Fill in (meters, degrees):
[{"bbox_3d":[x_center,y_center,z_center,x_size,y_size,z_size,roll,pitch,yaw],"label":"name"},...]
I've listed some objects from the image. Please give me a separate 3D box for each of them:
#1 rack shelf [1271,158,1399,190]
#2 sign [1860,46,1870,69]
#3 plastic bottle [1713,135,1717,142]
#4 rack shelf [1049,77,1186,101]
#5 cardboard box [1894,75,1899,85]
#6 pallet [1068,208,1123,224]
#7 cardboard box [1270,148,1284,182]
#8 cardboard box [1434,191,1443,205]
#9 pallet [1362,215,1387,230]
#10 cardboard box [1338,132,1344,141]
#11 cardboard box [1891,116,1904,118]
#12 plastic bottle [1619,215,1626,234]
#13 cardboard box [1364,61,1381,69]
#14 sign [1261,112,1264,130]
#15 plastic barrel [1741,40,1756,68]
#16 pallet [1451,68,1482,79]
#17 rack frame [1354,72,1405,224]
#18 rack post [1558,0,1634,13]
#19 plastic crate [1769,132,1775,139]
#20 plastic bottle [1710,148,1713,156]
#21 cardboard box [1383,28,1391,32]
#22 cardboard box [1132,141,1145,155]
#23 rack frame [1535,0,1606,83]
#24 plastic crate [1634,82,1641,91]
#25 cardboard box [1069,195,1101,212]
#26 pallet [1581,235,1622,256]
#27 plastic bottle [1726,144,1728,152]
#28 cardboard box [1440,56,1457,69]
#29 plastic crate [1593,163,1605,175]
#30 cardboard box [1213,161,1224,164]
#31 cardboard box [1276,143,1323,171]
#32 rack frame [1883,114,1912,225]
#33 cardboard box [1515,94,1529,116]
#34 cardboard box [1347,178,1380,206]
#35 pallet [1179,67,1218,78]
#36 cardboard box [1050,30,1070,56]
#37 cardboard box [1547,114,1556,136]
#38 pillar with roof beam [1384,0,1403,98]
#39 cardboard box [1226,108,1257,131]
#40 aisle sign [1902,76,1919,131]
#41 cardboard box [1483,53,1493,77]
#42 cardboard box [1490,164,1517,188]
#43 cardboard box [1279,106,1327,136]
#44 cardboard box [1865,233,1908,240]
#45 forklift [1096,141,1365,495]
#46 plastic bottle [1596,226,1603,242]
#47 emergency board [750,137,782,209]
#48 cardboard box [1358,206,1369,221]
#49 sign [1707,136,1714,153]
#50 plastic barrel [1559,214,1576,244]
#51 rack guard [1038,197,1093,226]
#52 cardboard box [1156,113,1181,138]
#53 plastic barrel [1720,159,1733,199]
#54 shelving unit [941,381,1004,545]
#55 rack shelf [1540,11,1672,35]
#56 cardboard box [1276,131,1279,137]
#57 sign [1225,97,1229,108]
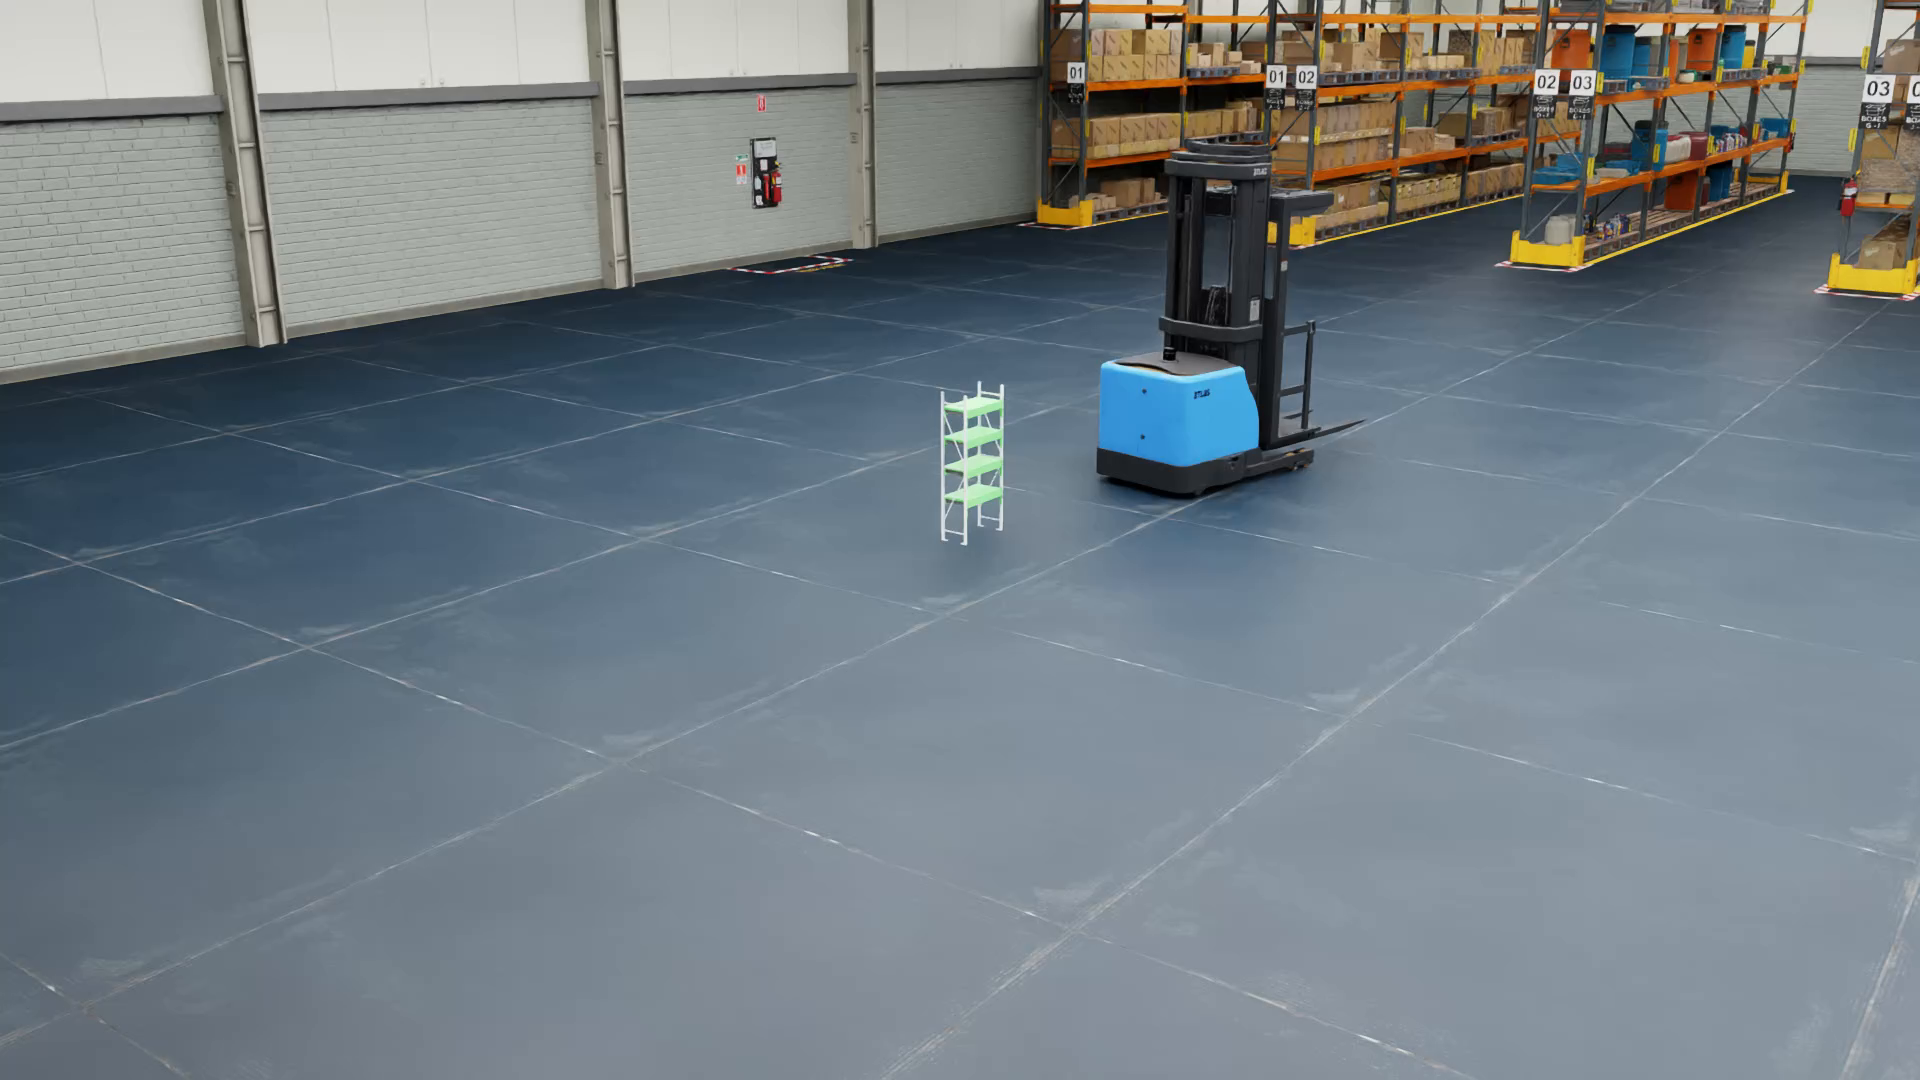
[{"bbox_3d":[7.277,-7.177,32.509,1.077,0.370,4.000,12,21,35],"label":"rack shelf"},{"bbox_3d":[13.606,-7.251,24.984,0.100,0.325,0.005,12,21,35],"label":"sign"},{"bbox_3d":[16.068,-8.458,35.505,0.144,0.351,0.185,12,21,35],"label":"plastic bottle"},{"bbox_3d":[3.297,-9.484,34.880,1.077,0.370,4.000,12,21,35],"label":"rack shelf"},{"bbox_3d":[13.954,-6.965,25.137,0.380,0.149,0.250,12,21,35],"label":"cardboard box"},{"bbox_3d":[2.663,-6.792,34.759,1.003,0.211,1.213,12,21,35],"label":"pallet"},{"bbox_3d":[7.415,-9.150,40.566,0.750,0.750,0.750,12,21,34],"label":"cardboard box"},{"bbox_3d":[10.129,-7.426,36.026,0.500,0.250,0.500,13,21,36],"label":"cardboard box"},{"bbox_3d":[7.962,-6.483,33.764,1.003,0.211,1.213,12,21,35],"label":"pallet"},{"bbox_3d":[7.106,-7.703,31.728,0.380,0.149,0.250,12,21,33],"label":"cardboard box"},{"bbox_3d":[15.654,-6.731,27.504,0.500,0.500,0.500,12,21,35],"label":"cardboard box"},{"bbox_3d":[12.178,-5.815,30.637,0.144,0.351,0.185,11,20,32],"label":"plastic bottle"},{"bbox_3d":[7.970,-9.241,32.365,0.380,0.149,0.250,12,21,35],"label":"cardboard box"},{"bbox_3d":[5.658,-7.809,30.981,0.100,0.325,0.005,12,21,35],"label":"sign"},{"bbox_3d":[16.831,-10.495,35.900,0.600,0.588,0.600,0,17,0],"label":"plastic barrel"},{"bbox_3d":[10.520,-10.114,36.016,1.213,0.211,1.003,14,22,37],"label":"pallet"},{"bbox_3d":[8.469,-7.997,33.936,1.000,3.000,0.127,12,21,35],"label":"rack frame"},{"bbox_3d":[10.614,-8.951,27.739,0.937,0.300,0.954,15,23,40],"label":"rack post"},{"bbox_3d":[19.070,-9.589,39.406,0.396,0.136,0.243,12,21,35],"label":"plastic crate"},{"bbox_3d":[15.621,-8.170,34.704,0.152,0.276,0.135,12,21,35],"label":"plastic bottle"},{"bbox_3d":[11.115,-13.357,44.251,0.500,0.500,0.500,13,22,36],"label":"cardboard box"},{"bbox_3d":[3.560,-8.283,35.077,0.500,0.250,0.500,13,21,35],"label":"cardboard box"},{"bbox_3d":[10.062,-9.033,27.157,1.000,3.000,0.127,12,21,35],"label":"rack frame"},{"bbox_3d":[11.813,-7.973,29.248,0.243,0.136,0.396,12,21,35],"label":"plastic crate"},{"bbox_3d":[2.590,-6.993,34.497,0.500,0.311,0.500,10,20,29],"label":"cardboard box"},{"bbox_3d":[11.285,-5.344,30.097,1.003,0.211,1.213,12,21,35],"label":"pallet"},{"bbox_3d":[16.453,-8.453,35.741,0.097,0.201,0.097,0,17,0],"label":"plastic bottle"},{"bbox_3d":[10.330,-10.265,35.727,0.500,0.250,0.500,13,22,36],"label":"cardboard box"},{"bbox_3d":[11.409,-6.746,30.266,0.450,0.188,0.662,12,21,35],"label":"plastic crate"},{"bbox_3d":[5.792,-8.769,38.634,0.500,0.250,0.500,12,21,34],"label":"cardboard box"},{"bbox_3d":[6.374,-7.201,31.204,0.700,0.500,0.500,12,21,35],"label":"cardboard box"},{"bbox_3d":[16.423,-6.245,28.296,1.000,3.000,0.127,12,21,35],"label":"rack frame"},{"bbox_3d":[13.743,-10.490,40.110,0.500,0.500,0.500,13,22,36],"label":"cardboard box"},{"bbox_3d":[8.061,-6.976,33.314,0.500,0.500,0.500,12,21,35],"label":"cardboard box"},{"bbox_3d":[4.942,-10.342,36.748,1.213,0.211,1.003,12,21,35],"label":"pallet"},{"bbox_3d":[2.152,-10.035,33.553,0.500,0.500,0.500,14,22,37],"label":"cardboard box"},{"bbox_3d":[14.361,-10.264,41.070,0.500,0.500,0.500,12,21,34],"label":"cardboard box"},{"bbox_3d":[16.010,-14.629,45.180,9.100,9.000,0.400,12,21,35],"label":"pillar with roof beam"},{"bbox_3d":[6.600,-9.968,39.374,0.700,0.500,0.500,10,20,28],"label":"cardboard box"},{"bbox_3d":[14.243,-6.466,24.625,0.394,0.787,0.004,12,21,35],"label":"aisle sign"},{"bbox_3d":[11.389,-10.661,37.289,0.910,0.500,0.500,12,21,35],"label":"cardboard box"},{"bbox_3d":[12.871,-8.634,39.462,0.500,0.500,0.500,13,21,35],"label":"cardboard box"},{"bbox_3d":[6.406,-7.833,31.053,0.700,0.500,0.500,13,21,35],"label":"cardboard box"},{"bbox_3d":[14.754,-4.593,26.484,0.500,0.500,0.500,-13,22,-36],"label":"cardboard box"},{"bbox_3d":[2.646,-2.137,15.183,3.031,2.935,1.130,-16,23,-41],"label":"forklift"},{"bbox_3d":[11.392,-5.452,29.600,0.097,0.271,0.097,0,17,0],"label":"plastic bottle"},{"bbox_3d":[-3.250,-6.227,28.238,0.194,1.169,0.643,12,21,35],"label":"emergency board"},{"bbox_3d":[7.776,-6.496,33.032,0.500,0.250,0.500,12,21,35],"label":"cardboard box"},{"bbox_3d":[15.274,-8.055,33.851,0.100,0.325,0.005,12,21,35],"label":"sign"},{"bbox_3d":[10.691,-5.470,29.286,0.421,0.512,0.421,0,17,0],"label":"plastic barrel"},{"bbox_3d":[2.150,-6.743,34.113,1.175,0.500,0.348,12,21,35],"label":"rack guard"},{"bbox_3d":[4.455,-9.000,36.122,0.500,0.500,0.500,12,21,35],"label":"cardboard box"},{"bbox_3d":[16.874,-8.098,37.092,0.600,0.901,0.708,12,21,35],"label":"plastic barrel"},{"bbox_3d":[0.099,-0.612,13.193,0.258,1.200,0.503,12,21,35],"label":"shelving unit"},{"bbox_3d":[11.253,-8.974,28.857,1.077,0.370,4.000,12,21,35],"label":"rack shelf"},{"bbox_3d":[7.638,-9.858,40.319,0.380,0.149,0.250,13,22,36],"label":"cardboard box"},{"bbox_3d":[6.424,-10.474,39.962,0.100,0.325,0.005,12,21,35],"label":"sign"}]
